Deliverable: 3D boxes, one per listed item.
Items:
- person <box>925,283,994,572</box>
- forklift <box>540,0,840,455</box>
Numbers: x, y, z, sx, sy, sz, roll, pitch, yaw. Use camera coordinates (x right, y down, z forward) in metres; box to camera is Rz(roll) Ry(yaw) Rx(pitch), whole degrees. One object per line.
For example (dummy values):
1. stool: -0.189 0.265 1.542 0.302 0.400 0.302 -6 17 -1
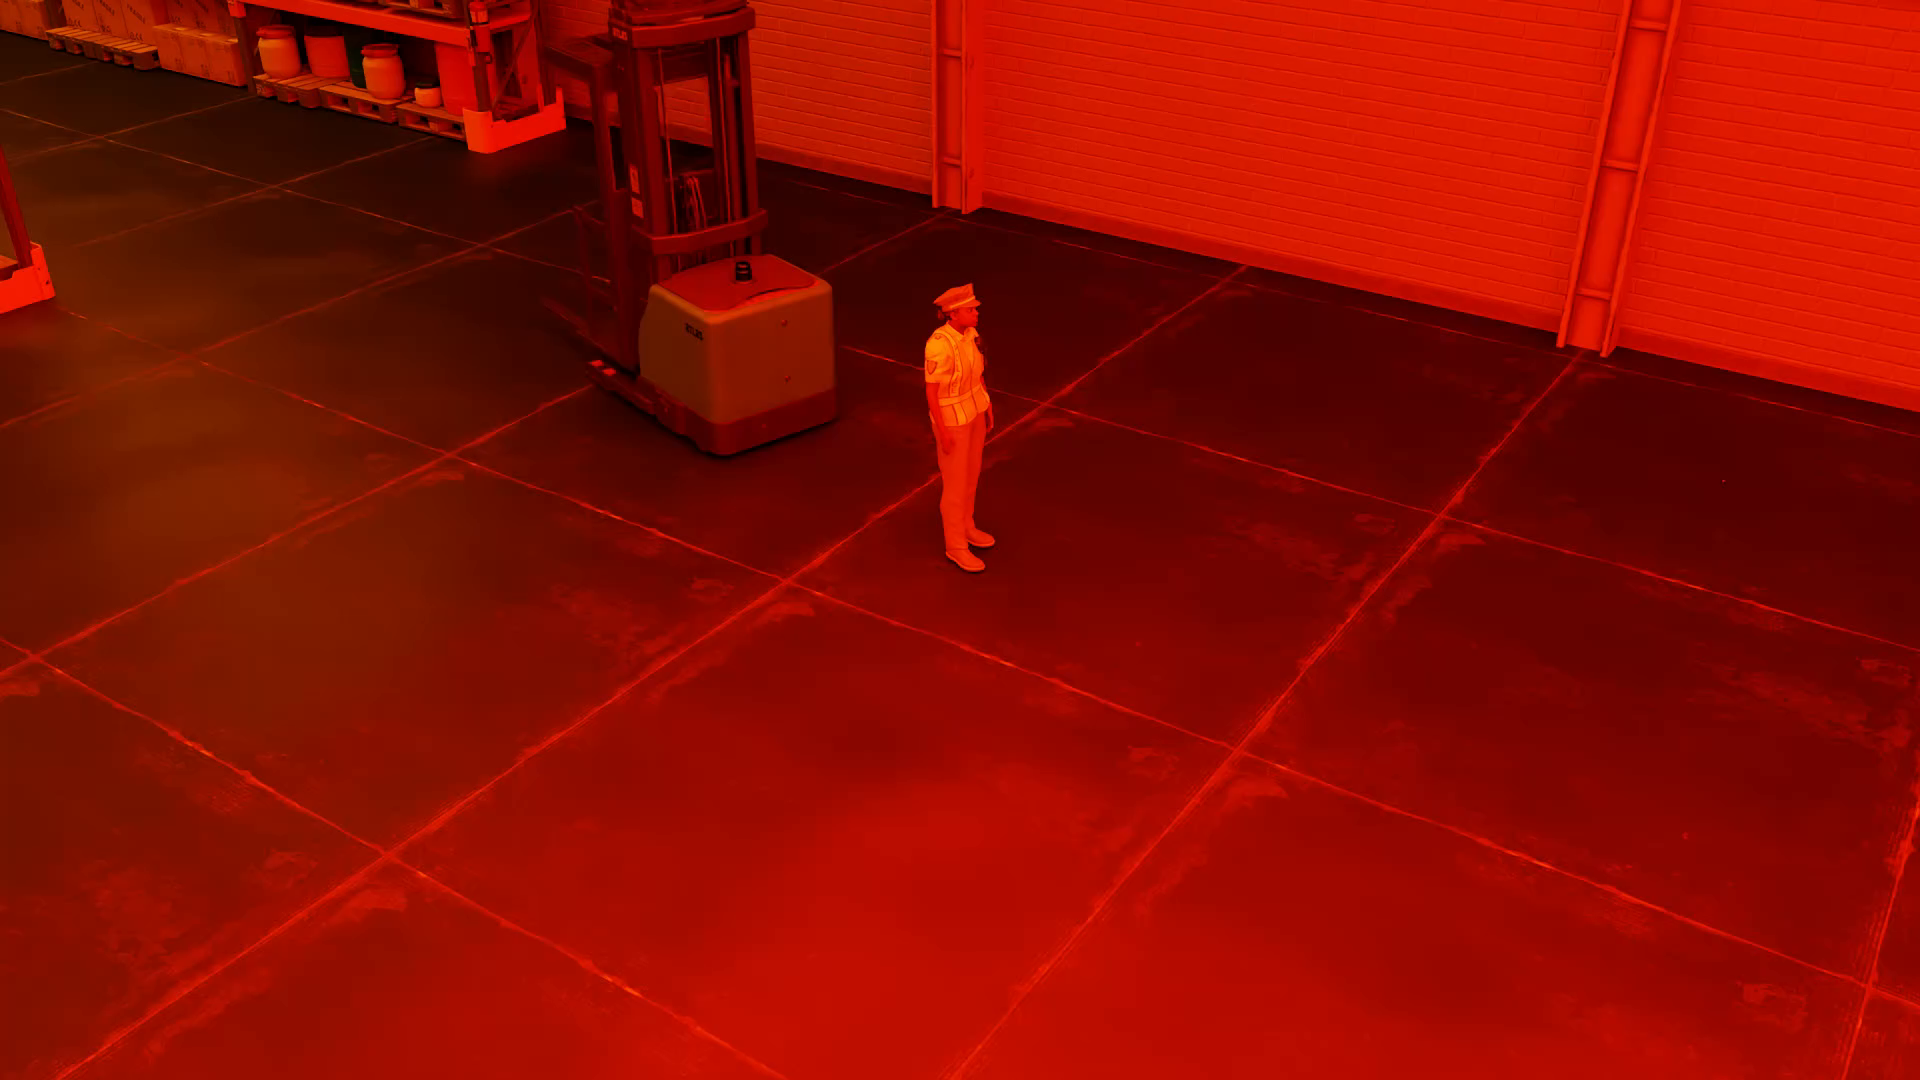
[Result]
1. person: 0.051 -0.710 10.020 0.530 1.695 0.569 19 35 29
2. forklift: -2.175 -2.518 11.918 1.130 2.935 3.031 -22 37 -33
